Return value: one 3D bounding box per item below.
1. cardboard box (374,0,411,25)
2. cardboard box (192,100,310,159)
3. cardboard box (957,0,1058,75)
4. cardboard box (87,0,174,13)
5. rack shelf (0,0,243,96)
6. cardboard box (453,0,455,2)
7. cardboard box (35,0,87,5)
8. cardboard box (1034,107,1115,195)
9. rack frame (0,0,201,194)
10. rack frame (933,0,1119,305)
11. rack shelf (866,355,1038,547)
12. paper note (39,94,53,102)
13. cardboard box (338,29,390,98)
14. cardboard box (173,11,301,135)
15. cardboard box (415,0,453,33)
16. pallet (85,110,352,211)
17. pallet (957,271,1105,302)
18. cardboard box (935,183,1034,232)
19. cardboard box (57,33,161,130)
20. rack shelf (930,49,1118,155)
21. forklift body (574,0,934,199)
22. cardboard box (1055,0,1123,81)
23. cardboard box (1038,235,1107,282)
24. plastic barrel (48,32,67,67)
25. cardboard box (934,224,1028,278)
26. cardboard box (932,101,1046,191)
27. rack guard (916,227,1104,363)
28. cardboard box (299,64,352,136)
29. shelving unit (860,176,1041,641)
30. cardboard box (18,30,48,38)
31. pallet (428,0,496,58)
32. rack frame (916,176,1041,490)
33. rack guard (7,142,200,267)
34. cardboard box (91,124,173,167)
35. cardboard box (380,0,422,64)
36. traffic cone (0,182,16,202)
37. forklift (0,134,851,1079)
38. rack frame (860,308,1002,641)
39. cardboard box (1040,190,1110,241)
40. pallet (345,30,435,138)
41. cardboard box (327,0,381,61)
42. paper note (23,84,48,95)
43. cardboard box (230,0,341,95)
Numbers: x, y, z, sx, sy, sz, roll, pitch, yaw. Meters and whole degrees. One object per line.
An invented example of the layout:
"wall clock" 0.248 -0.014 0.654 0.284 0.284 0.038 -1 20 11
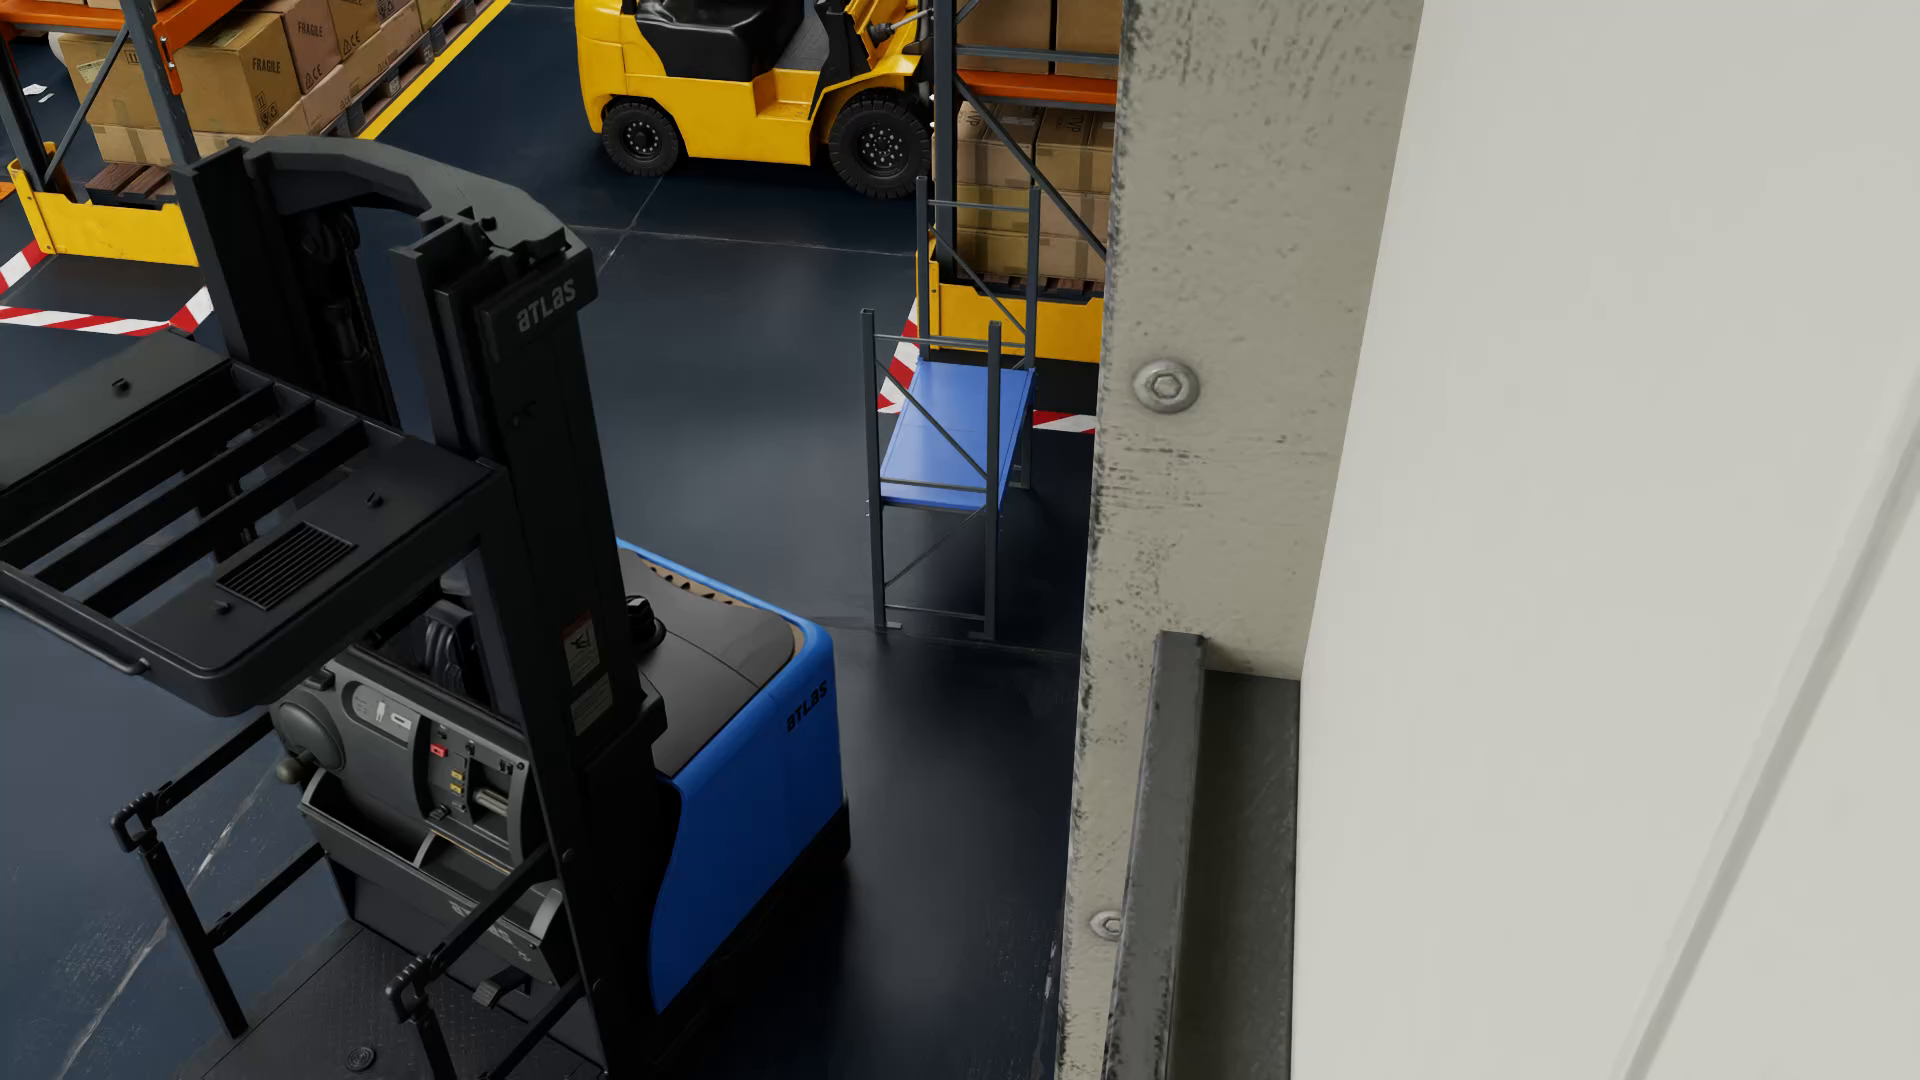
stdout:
"cardboard box" -3.825 -3.600 10.489 0.500 0.500 0.500 8 40 10
"cardboard box" -4.094 -2.317 9.526 0.500 0.250 0.500 6 40 7
"cardboard box" 0.210 -2.570 7.926 0.500 0.500 0.500 6 40 7
"cardboard box" -4.243 -2.832 8.519 0.380 0.149 0.250 7 40 8
"rack shelf" -4.160 -3.717 9.956 1.077 0.370 4.000 6 40 8
"cardboard box" -3.651 -3.951 11.502 0.500 0.250 0.500 8 40 10
"cardboard box" -4.652 -2.900 8.601 0.380 0.149 0.250 8 40 9
"cardboard box" 0.653 -1.962 8.313 0.500 0.250 0.500 6 40 7
"rack frame" -4.506 -2.739 8.208 1.000 3.000 0.127 6 40 8
"rack frame" 0.383 -2.194 7.549 1.000 3.000 0.127 6 40 8
"rack shelf" -0.015 -0.386 6.822 0.538 0.185 1.000 6 40 8
"paper note" -5.867 -2.839 10.676 0.032 0.001 0.123 6 40 8
"cardboard box" -3.916 -2.980 10.329 0.500 0.250 0.500 9 40 11
"cardboard box" -4.091 -2.621 9.305 0.500 0.500 0.500 5 40 6
"cardboard box" -3.734 -3.615 11.097 0.500 0.250 0.500 5 40 6
"pallet" -4.318 -2.218 9.767 1.003 0.211 1.213 6 40 8
"pallet" 0.474 -1.604 9.024 1.003 0.211 1.213 6 40 8
"cardboard box" 0.160 -1.828 8.543 0.500 0.250 0.500 6 40 7
"cardboard box" -4.624 -2.661 9.355 0.500 0.500 0.500 7 40 8
"rack shelf" 0.729 -3.172 9.297 1.077 0.370 4.000 6 40 8
"forklift body" -1.085 -3.258 9.502 2.313 2.155 1.214 6 40 8
"cardboard box" 0.743 -2.513 7.856 0.500 0.500 0.500 8 40 9
"cardboard box" 0.661 -1.583 8.638 0.500 0.250 0.500 7 40 8
"plastic barrel" -5.640 -3.209 10.799 0.421 0.421 0.512 -28 47 -30
"cardboard box" 0.154 -1.626 8.690 0.500 0.250 0.500 7 40 8
"cardboard box" 0.156 -2.005 8.364 0.500 0.250 0.500 8 40 9
"rack guard" 0.379 -1.215 8.328 1.175 0.500 0.348 6 40 8
"cardboard box" -3.998 -2.636 9.913 0.500 0.250 0.500 8 40 9
"shelving unit" -0.015 -0.524 6.707 0.538 1.500 1.048 6 40 8
"cardboard box" -6.542 -3.798 11.343 0.797 0.637 0.503 6 40 8
"pallet" -3.895 -3.749 11.619 1.003 0.211 1.213 6 40 8
"rack frame" 0.073 -0.844 7.093 0.500 1.500 0.032 6 40 8
"rack guard" -4.493 -1.823 9.063 1.175 0.500 0.348 6 40 8
"cardboard box" -4.627 -2.393 9.618 0.500 0.250 0.500 6 40 7
"cardboard box" -3.826 -3.297 10.712 0.500 0.250 0.500 7 40 8
"traffic cone" -5.702 -2.173 9.515 0.336 0.463 0.334 6 40 8
"forklift" -1.582 0.622 4.197 1.130 2.935 3.031 21 44 24
"rack frame" -0.103 -0.205 6.321 0.500 1.500 0.032 6 40 8
"cardboard box" 0.669 -1.761 8.462 0.500 0.250 0.500 7 40 8
"pallet" -4.104 -2.981 10.690 1.003 0.211 1.213 6 40 8
"cardboard box" -3.910 -3.263 10.083 0.500 0.500 0.500 7 40 9
"paper note" -6.008 -2.919 10.766 0.148 0.019 0.142 20 44 23
"cardboard box" -4.004 -2.949 9.703 0.500 0.500 0.500 5 40 6
